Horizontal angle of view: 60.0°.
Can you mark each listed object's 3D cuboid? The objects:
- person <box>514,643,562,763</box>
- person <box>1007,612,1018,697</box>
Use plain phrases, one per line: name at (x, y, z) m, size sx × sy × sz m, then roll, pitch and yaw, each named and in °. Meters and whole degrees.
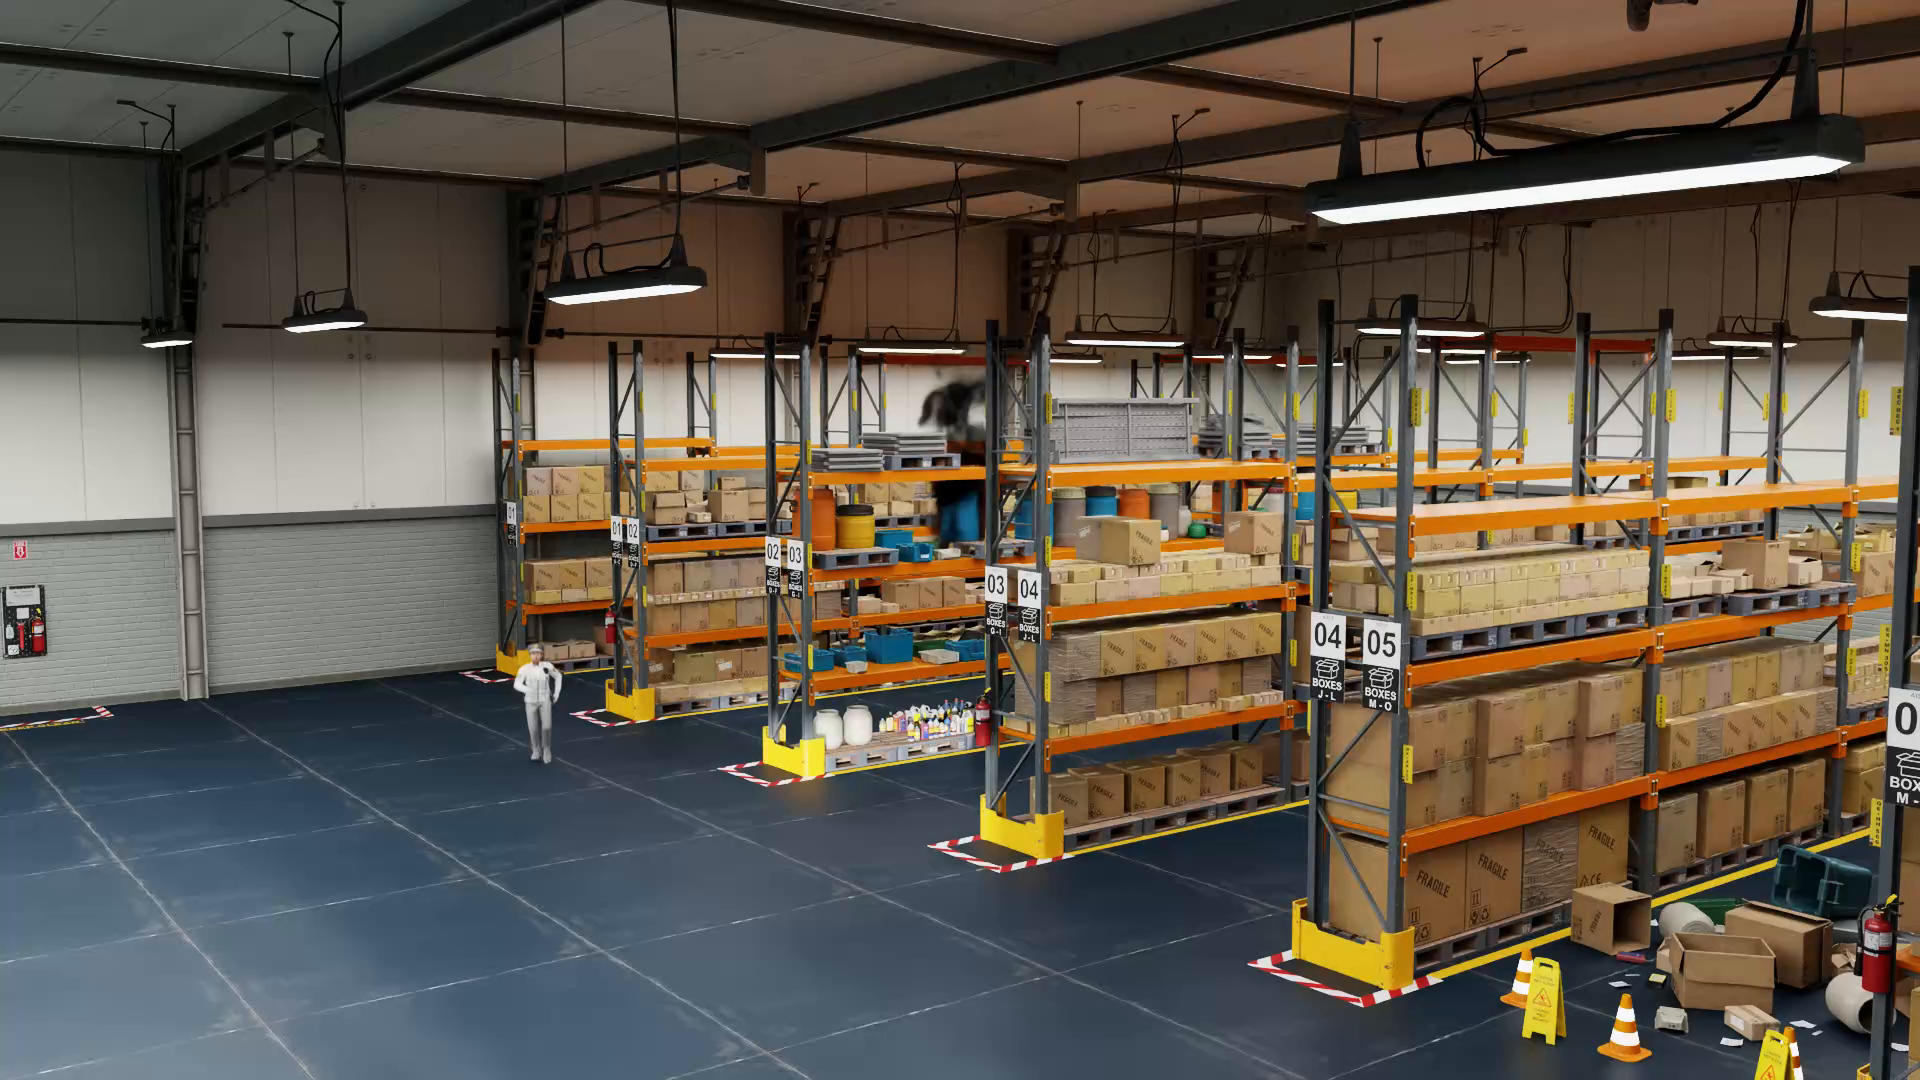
person at (-5.887, 2.280, 23.215) m, size 0.649 × 1.698 × 0.650 m, roll -1°, pitch 5°, yaw -14°
person at (1.058, 1.682, 27.651) m, size 0.802 × 1.768 × 0.645 m, roll -3°, pitch 6°, yaw -34°
